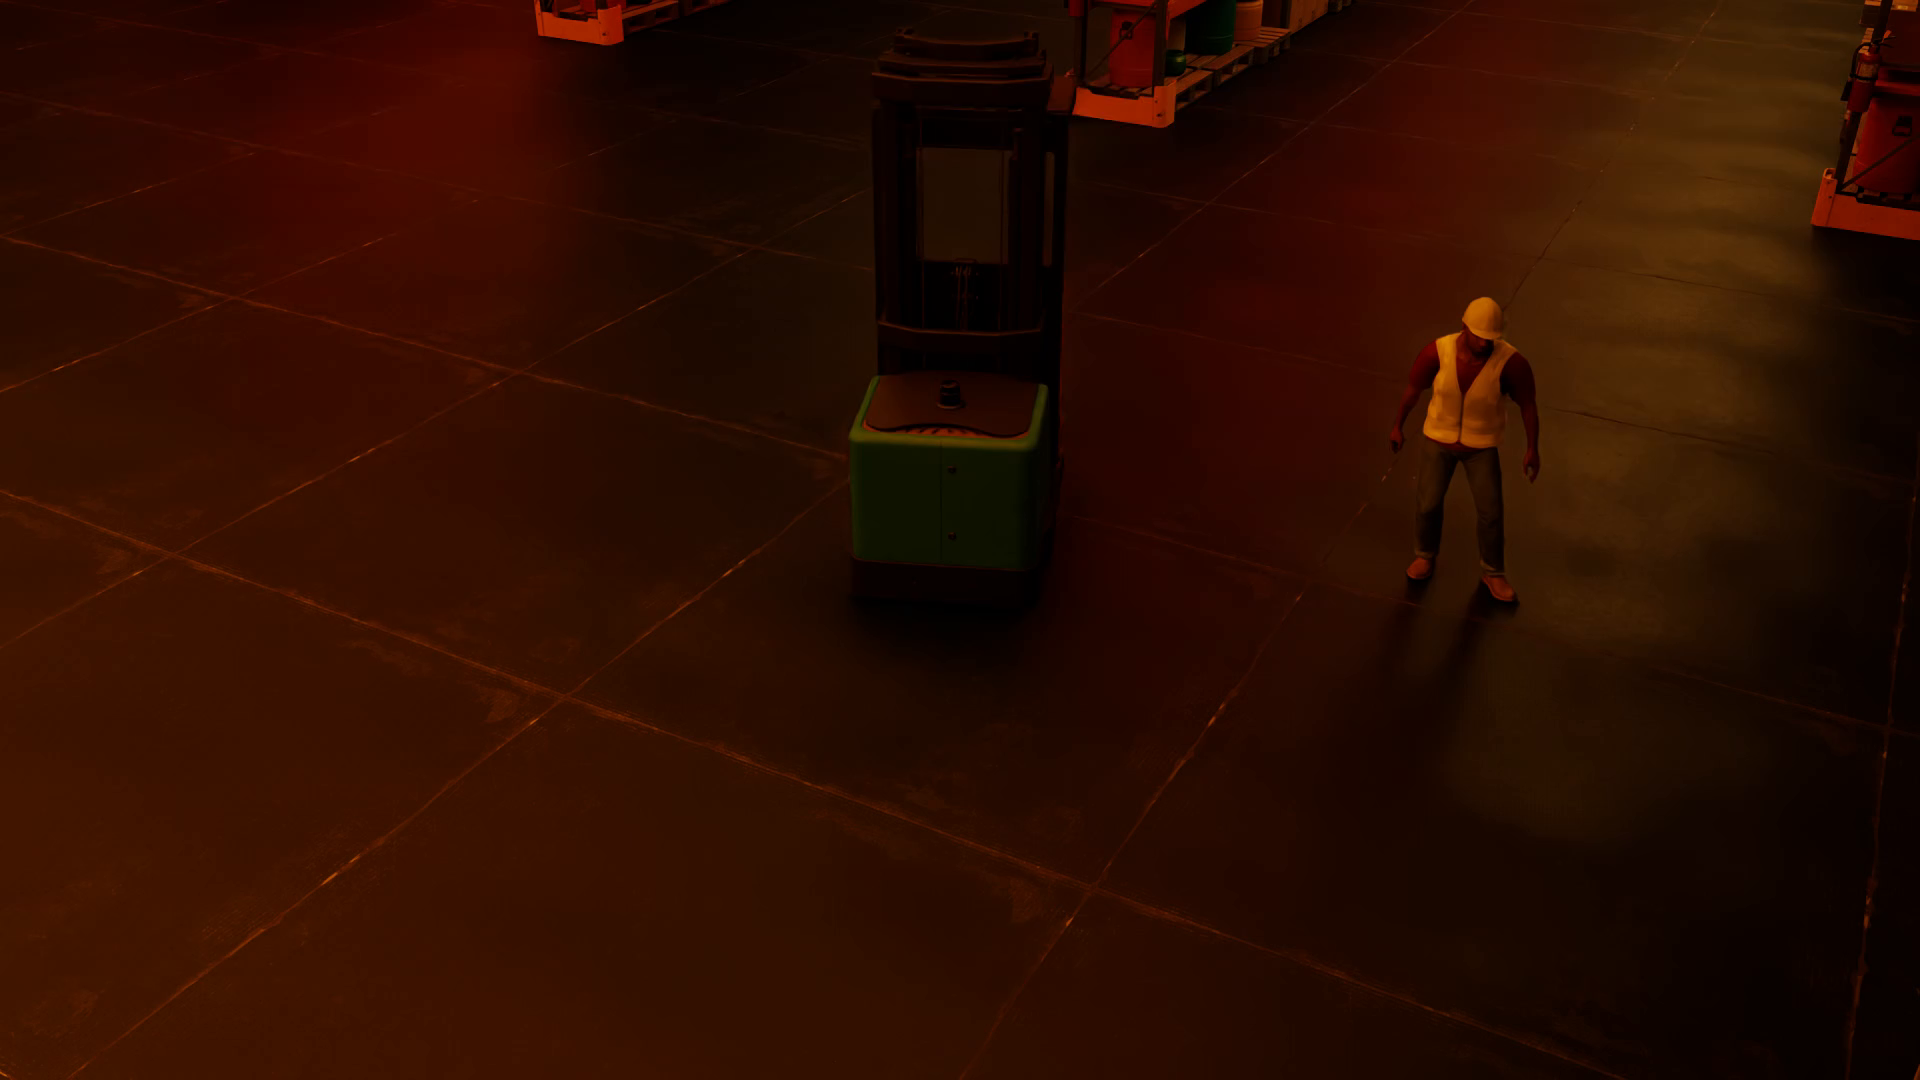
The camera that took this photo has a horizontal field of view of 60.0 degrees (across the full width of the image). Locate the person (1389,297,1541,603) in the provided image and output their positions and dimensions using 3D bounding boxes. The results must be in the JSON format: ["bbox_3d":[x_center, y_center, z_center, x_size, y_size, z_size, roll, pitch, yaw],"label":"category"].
[{"bbox_3d":[2.792,-0.532,9.189,0.852,1.737,0.428,12,32,20],"label":"person"}]

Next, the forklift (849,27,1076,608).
[{"bbox_3d":[0.084,-1.609,9.858,1.130,2.935,3.031,4,30,6],"label":"forklift"}]
